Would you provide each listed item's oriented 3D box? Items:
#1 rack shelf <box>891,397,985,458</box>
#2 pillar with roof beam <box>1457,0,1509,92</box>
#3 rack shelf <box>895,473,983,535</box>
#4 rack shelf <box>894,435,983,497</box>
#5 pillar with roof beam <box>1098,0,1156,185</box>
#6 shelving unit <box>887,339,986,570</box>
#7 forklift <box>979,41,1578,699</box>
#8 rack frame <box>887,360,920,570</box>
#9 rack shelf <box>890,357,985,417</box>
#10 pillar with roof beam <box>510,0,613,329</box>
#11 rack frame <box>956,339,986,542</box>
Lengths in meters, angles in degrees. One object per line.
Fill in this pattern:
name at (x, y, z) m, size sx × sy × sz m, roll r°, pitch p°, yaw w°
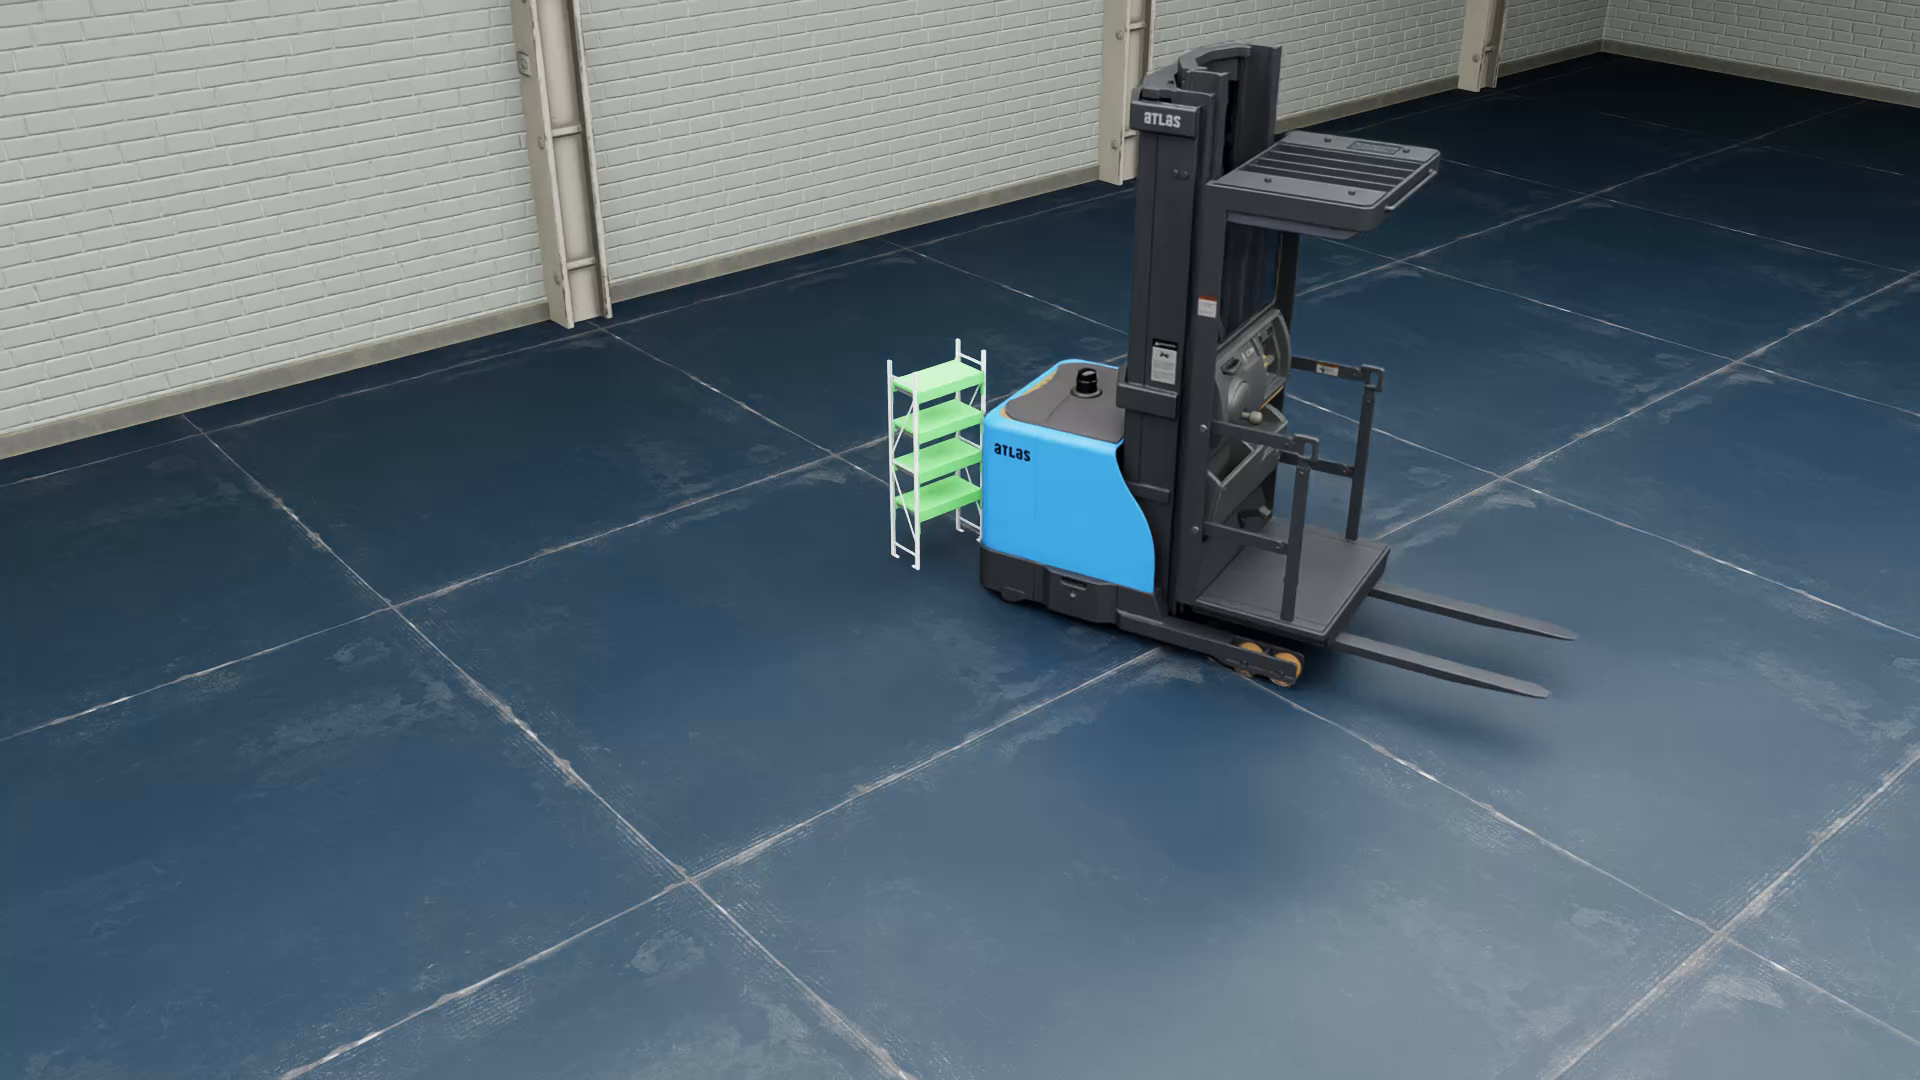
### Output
rack shelf at (-0.126, -0.634, 9.289) m, size 0.480 × 0.148 × 0.258 m, roll -22°, pitch 35°, yaw -35°
pillar with roof beam at (8.958, -7.836, 14.866) m, size 0.400 × 9.000 × 9.100 m, roll -22°, pitch 35°, yaw -35°
rack shelf at (-0.126, -0.211, 9.516) m, size 0.480 × 0.148 × 0.258 m, roll -22°, pitch 35°, yaw -35°
rack shelf at (-0.126, -0.422, 9.403) m, size 0.480 × 0.148 × 0.258 m, roll -22°, pitch 35°, yaw -35°
pillar with roof beam at (4.393, -6.001, 11.432) m, size 0.400 × 9.000 × 9.100 m, roll -22°, pitch 35°, yaw -35°
shelving unit at (-0.126, -0.479, 9.372) m, size 0.503 × 1.200 × 0.258 m, roll -22°, pitch 35°, yaw -35°
forklift at (1.640, -0.843, 8.218) m, size 3.031 × 2.935 × 1.130 m, roll 15°, pitch 32°, yaw 26°
rack frame at (-0.312, -0.404, 9.233) m, size 0.015 × 1.200 × 0.240 m, roll -22°, pitch 35°, yaw -35°
rack shelf at (-0.126, -0.846, 9.176) m, size 0.480 × 0.148 × 0.258 m, roll -22°, pitch 35°, yaw -35°
pillar with roof beam at (-0.171, -4.166, 7.997) m, size 0.400 × 9.000 × 9.100 m, roll -22°, pitch 35°, yaw -35°
rack frame at (0.060, -0.553, 9.512) m, size 0.015 × 1.200 × 0.240 m, roll -22°, pitch 35°, yaw -35°
